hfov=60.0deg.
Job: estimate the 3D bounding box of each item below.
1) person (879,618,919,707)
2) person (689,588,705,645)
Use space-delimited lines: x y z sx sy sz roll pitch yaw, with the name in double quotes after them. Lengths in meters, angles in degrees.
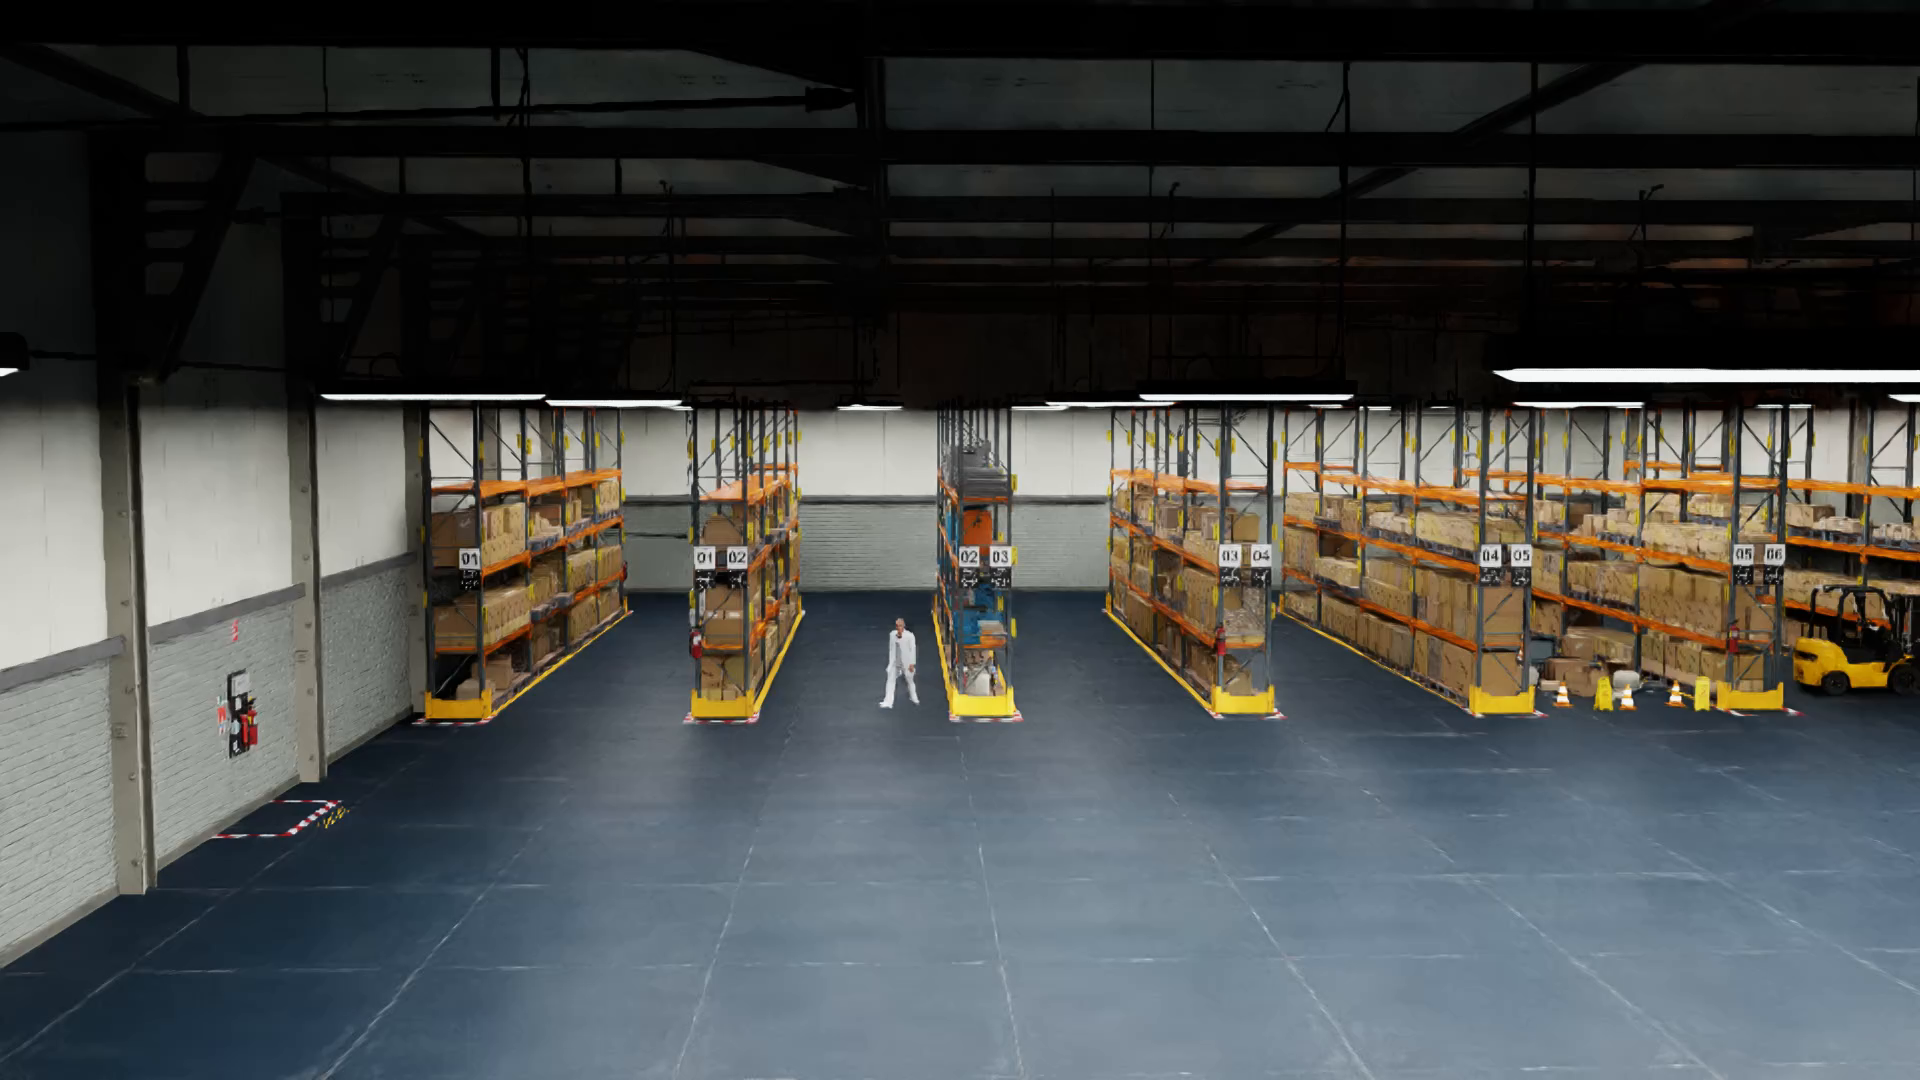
-1.152 2.367 32.240 0.630 1.735 1.021 2 5 21 "person"
-6.292 1.755 40.173 0.561 1.707 1.127 0 4 -4 "person"
